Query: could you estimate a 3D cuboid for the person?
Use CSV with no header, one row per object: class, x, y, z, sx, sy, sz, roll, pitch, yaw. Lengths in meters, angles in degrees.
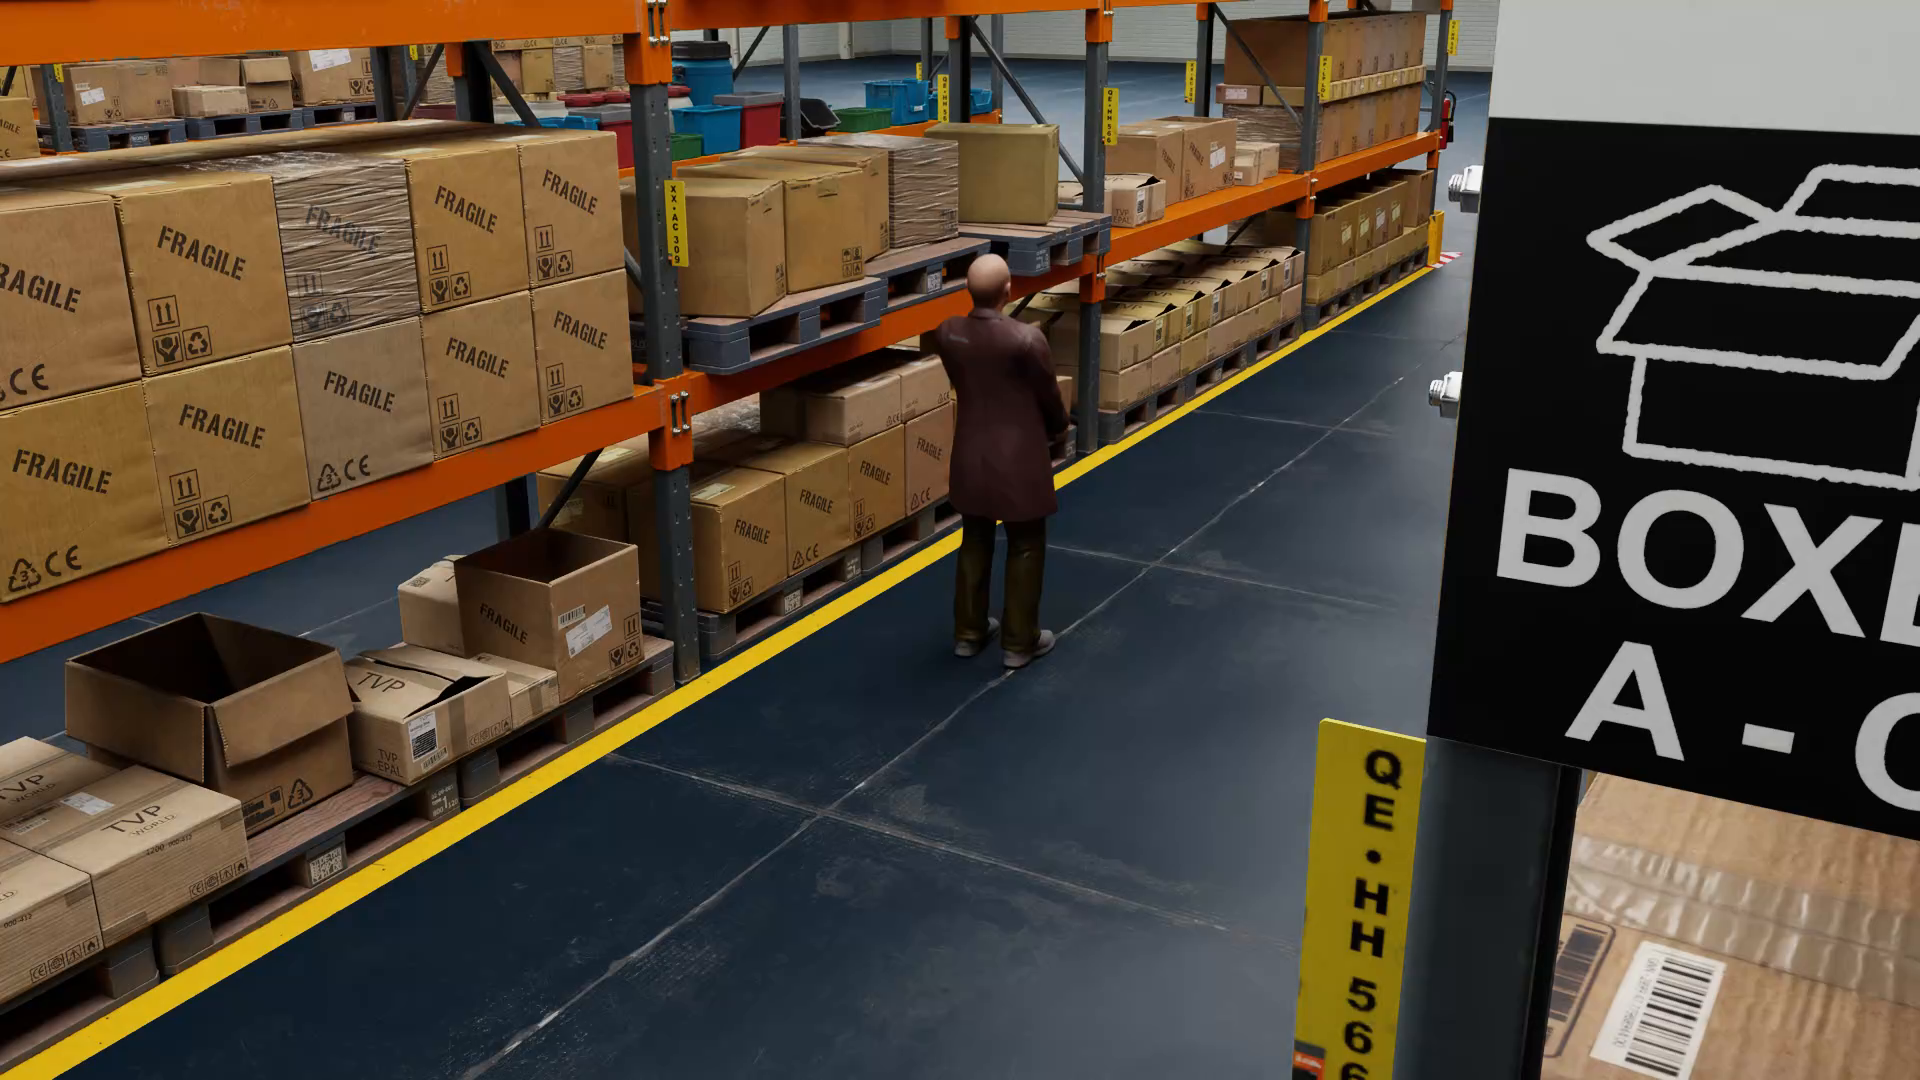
person,0.218,-0.367,7.158,0.529,1.772,0.561,11,22,29
